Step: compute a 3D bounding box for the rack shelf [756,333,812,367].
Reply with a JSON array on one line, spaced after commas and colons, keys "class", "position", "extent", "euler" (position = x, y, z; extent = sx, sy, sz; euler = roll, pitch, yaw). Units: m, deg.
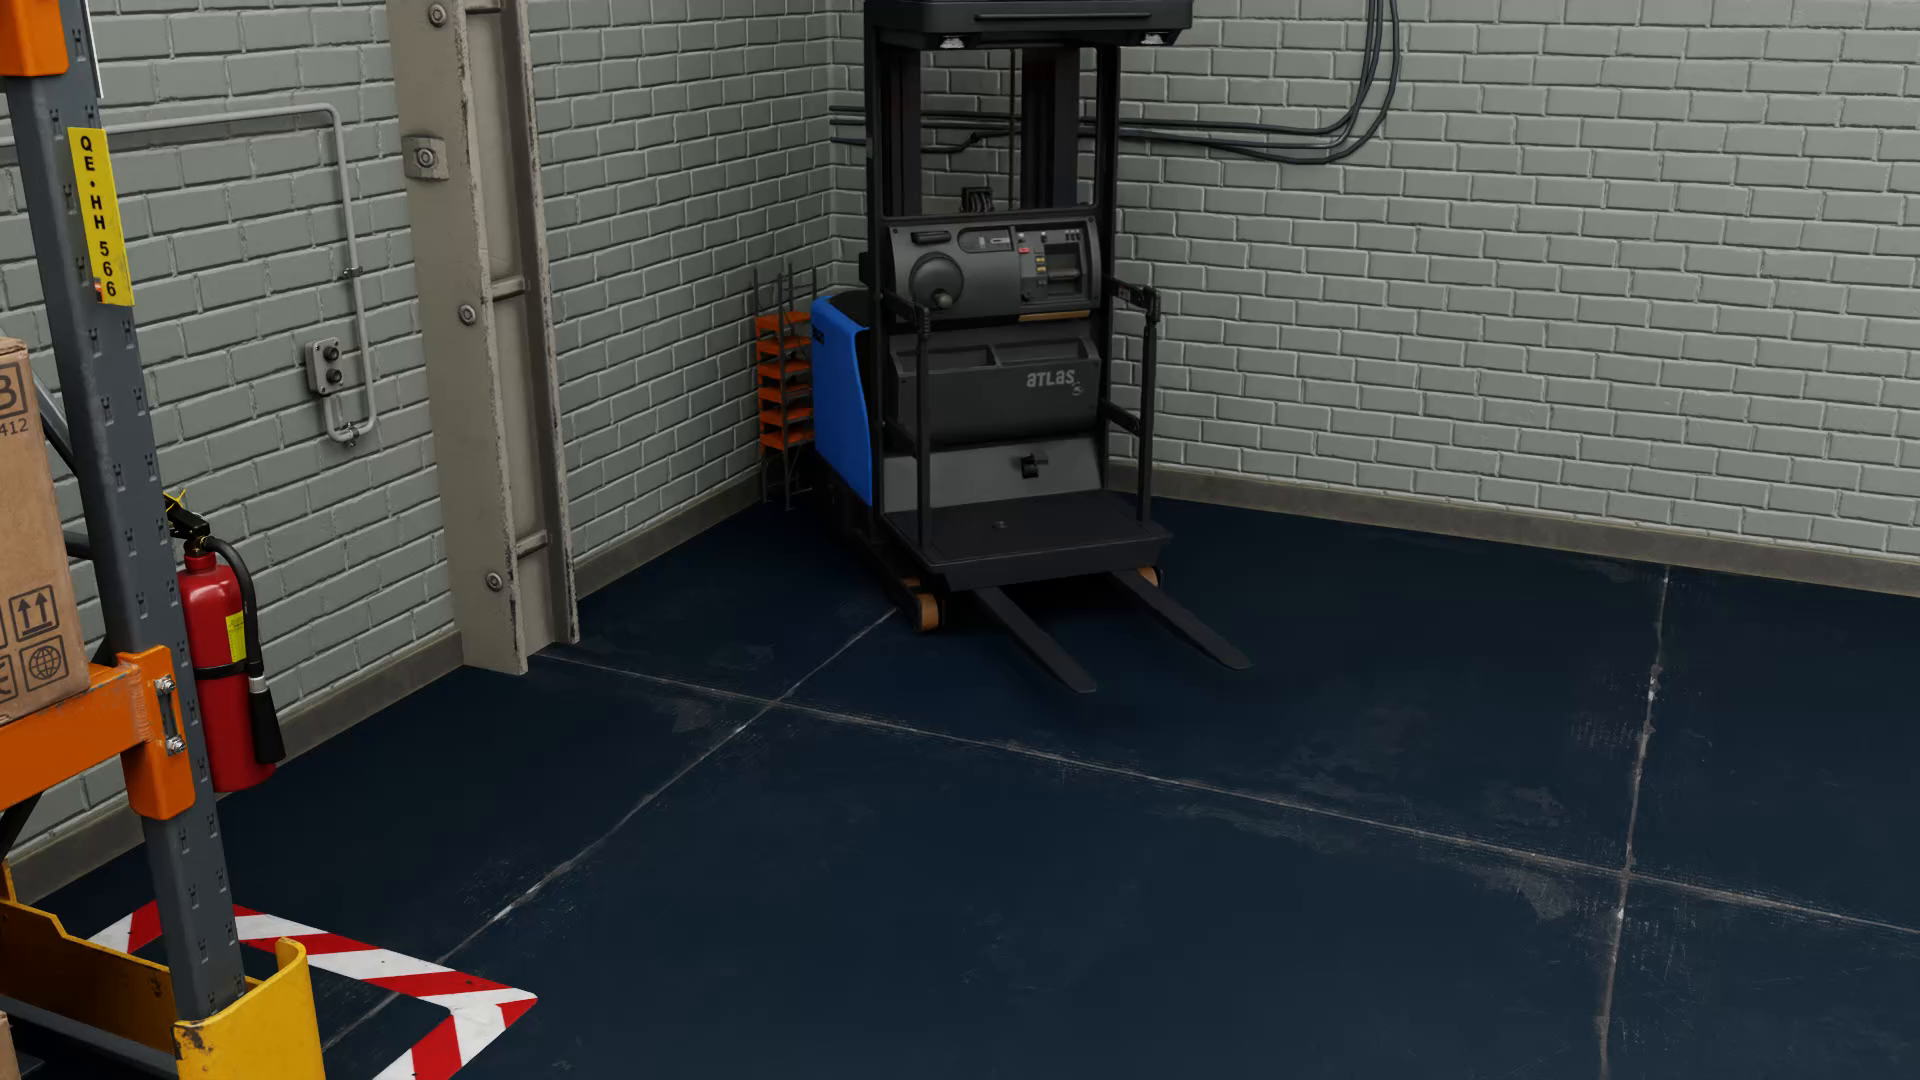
[{"class": "rack shelf", "position": [-0.855, -0.945, 8.253], "extent": [0.180, 0.103, 0.258], "euler": [18, 26, 41]}]

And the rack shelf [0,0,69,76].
[{"class": "rack shelf", "position": [-2.911, -0.485, 1.453], "extent": [1.077, 0.370, 4.000], "euler": [9, 21, 23]}]

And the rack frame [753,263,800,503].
[{"class": "rack frame", "position": [-0.921, -0.783, 8.379], "extent": [0.006, 1.200, 0.240], "euler": [18, 26, 41]}]

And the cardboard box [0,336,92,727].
[{"class": "cardboard box", "position": [-2.292, -0.006, 3.062], "extent": [0.980, 0.700, 0.700], "euler": [10, 22, 25]}]

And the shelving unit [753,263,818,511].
[{"class": "shelving unit", "position": [-0.855, -0.761, 8.319], "extent": [0.189, 1.200, 0.258], "euler": [18, 26, 41]}]

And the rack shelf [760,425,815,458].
[{"class": "rack shelf", "position": [-0.855, -0.493, 8.414], "extent": [0.180, 0.103, 0.258], "euler": [18, 26, 41]}]

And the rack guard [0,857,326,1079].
[{"class": "rack guard", "position": [-2.082, 1.148, 3.994], "extent": [1.175, 0.500, 0.348], "euler": [9, 21, 23]}]

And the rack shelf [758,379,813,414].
[{"class": "rack shelf", "position": [-0.855, -0.719, 8.333], "extent": [0.180, 0.103, 0.258], "euler": [18, 26, 41]}]

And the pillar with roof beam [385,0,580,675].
[{"class": "pillar with roof beam", "position": [2.152, -3.202, 3.543], "extent": [9.100, 9.000, 0.400], "euler": [9, 21, 23]}]

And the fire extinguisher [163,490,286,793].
[{"class": "fire extinguisher", "position": [-1.609, 0.207, 3.581], "extent": [0.296, 0.674, 0.183], "euler": [9, 21, 23]}]

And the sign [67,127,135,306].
[{"class": "sign", "position": [-1.603, -0.600, 3.099], "extent": [0.100, 0.325, 0.005], "euler": [9, 21, 23]}]

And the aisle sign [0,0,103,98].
[{"class": "aisle sign", "position": [-1.789, -1.228, 3.065], "extent": [0.394, 0.787, 0.004], "euler": [9, 21, 23]}]

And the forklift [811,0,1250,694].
[{"class": "forklift", "position": [0.229, -1.152, 6.834], "extent": [1.130, 2.935, 3.031], "euler": [-7, 21, -18]}]

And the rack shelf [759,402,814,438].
[{"class": "rack shelf", "position": [-0.855, -0.606, 8.374], "extent": [0.180, 0.103, 0.258], "euler": [18, 26, 41]}]

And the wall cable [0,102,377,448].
[{"class": "wall cable", "position": [-2.431, -1.022, 4.850], "extent": [0.084, 1.984, 1.851], "euler": [9, 21, 23]}]

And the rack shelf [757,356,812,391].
[{"class": "rack shelf", "position": [-0.855, -0.832, 8.293], "extent": [0.180, 0.103, 0.258], "euler": [18, 26, 41]}]

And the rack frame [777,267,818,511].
[{"class": "rack frame", "position": [-0.790, -0.740, 8.258], "extent": [0.006, 1.200, 0.240], "euler": [18, 26, 41]}]

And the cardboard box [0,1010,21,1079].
[{"class": "cardboard box", "position": [-2.287, 1.186, 3.262], "extent": [0.700, 0.500, 0.500], "euler": [9, 21, 23]}]

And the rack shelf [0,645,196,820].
[{"class": "rack shelf", "position": [-2.911, 0.928, 1.956], "extent": [1.077, 0.370, 4.000], "euler": [9, 21, 23]}]

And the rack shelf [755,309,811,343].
[{"class": "rack shelf", "position": [-0.856, -1.059, 8.213], "extent": [0.180, 0.103, 0.258], "euler": [18, 26, 41]}]

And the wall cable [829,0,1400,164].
[{"class": "wall cable", "position": [0.550, -3.066, 7.793], "extent": [3.097, 2.526, 0.112], "euler": [9, 21, 23]}]
